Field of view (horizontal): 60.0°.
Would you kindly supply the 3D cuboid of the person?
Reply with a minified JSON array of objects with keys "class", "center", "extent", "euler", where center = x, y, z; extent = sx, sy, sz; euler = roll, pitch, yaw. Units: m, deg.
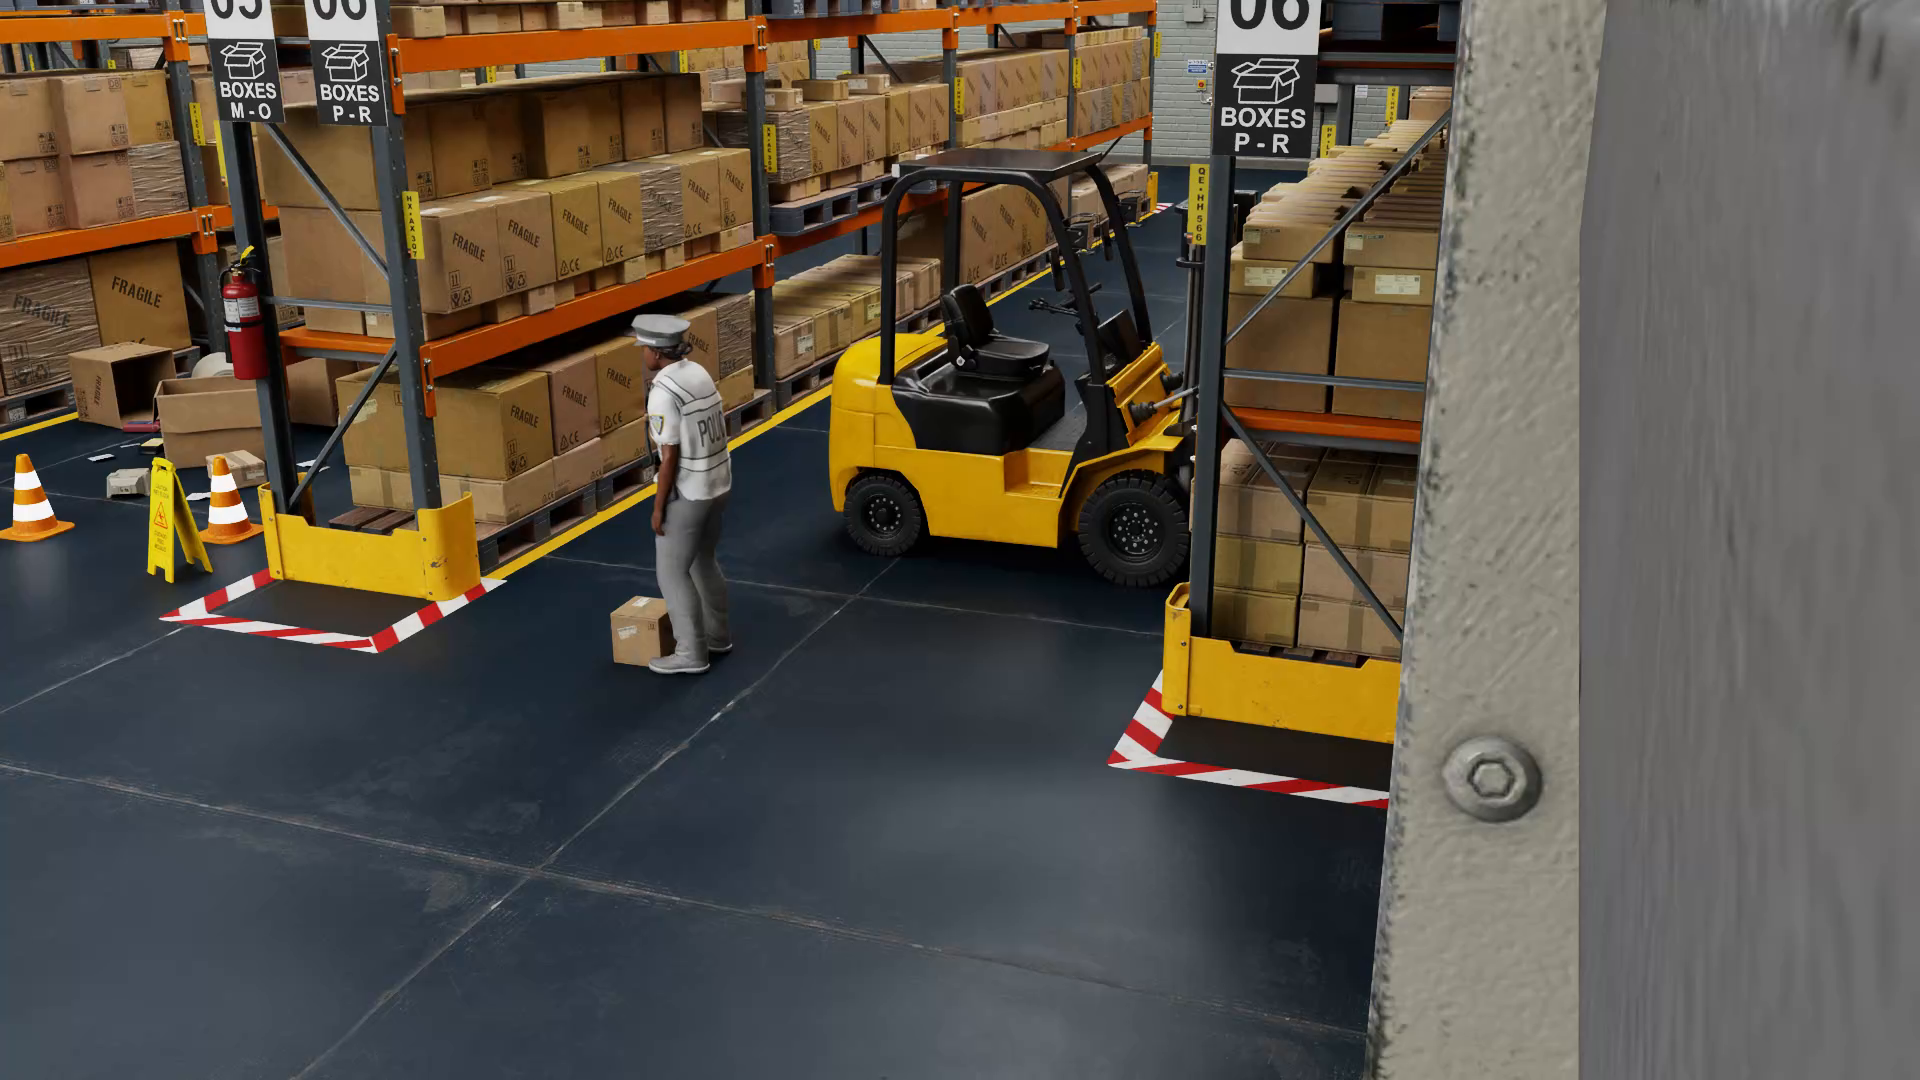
[{"class":"person","center":[-1.260,-0.208,7.647],"extent":[0.396,1.658,0.504],"euler":[6,20,18]}]
